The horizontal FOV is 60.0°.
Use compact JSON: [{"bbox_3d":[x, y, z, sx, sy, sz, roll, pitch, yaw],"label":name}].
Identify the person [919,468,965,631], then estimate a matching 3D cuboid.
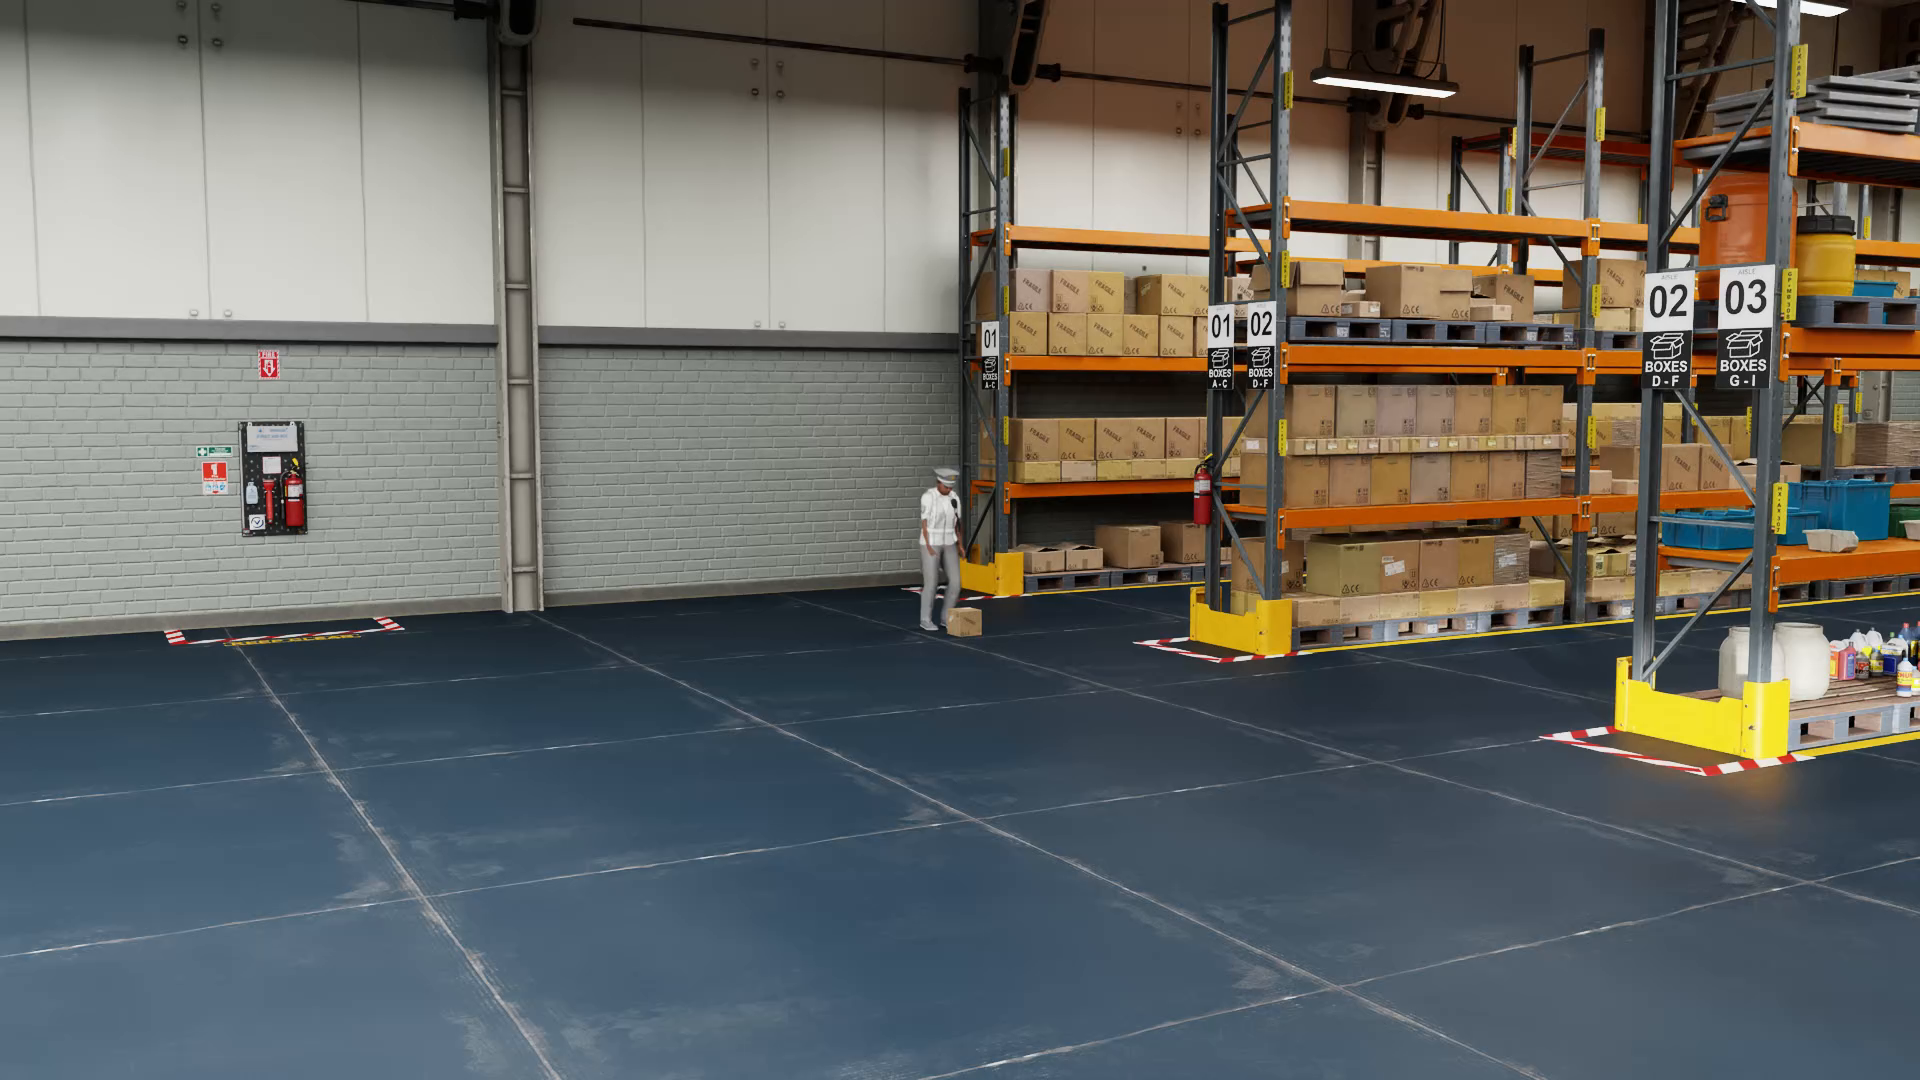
[{"bbox_3d":[-0.173,0.090,16.753,0.453,1.631,0.425,-3,6,-27],"label":"person"}]
